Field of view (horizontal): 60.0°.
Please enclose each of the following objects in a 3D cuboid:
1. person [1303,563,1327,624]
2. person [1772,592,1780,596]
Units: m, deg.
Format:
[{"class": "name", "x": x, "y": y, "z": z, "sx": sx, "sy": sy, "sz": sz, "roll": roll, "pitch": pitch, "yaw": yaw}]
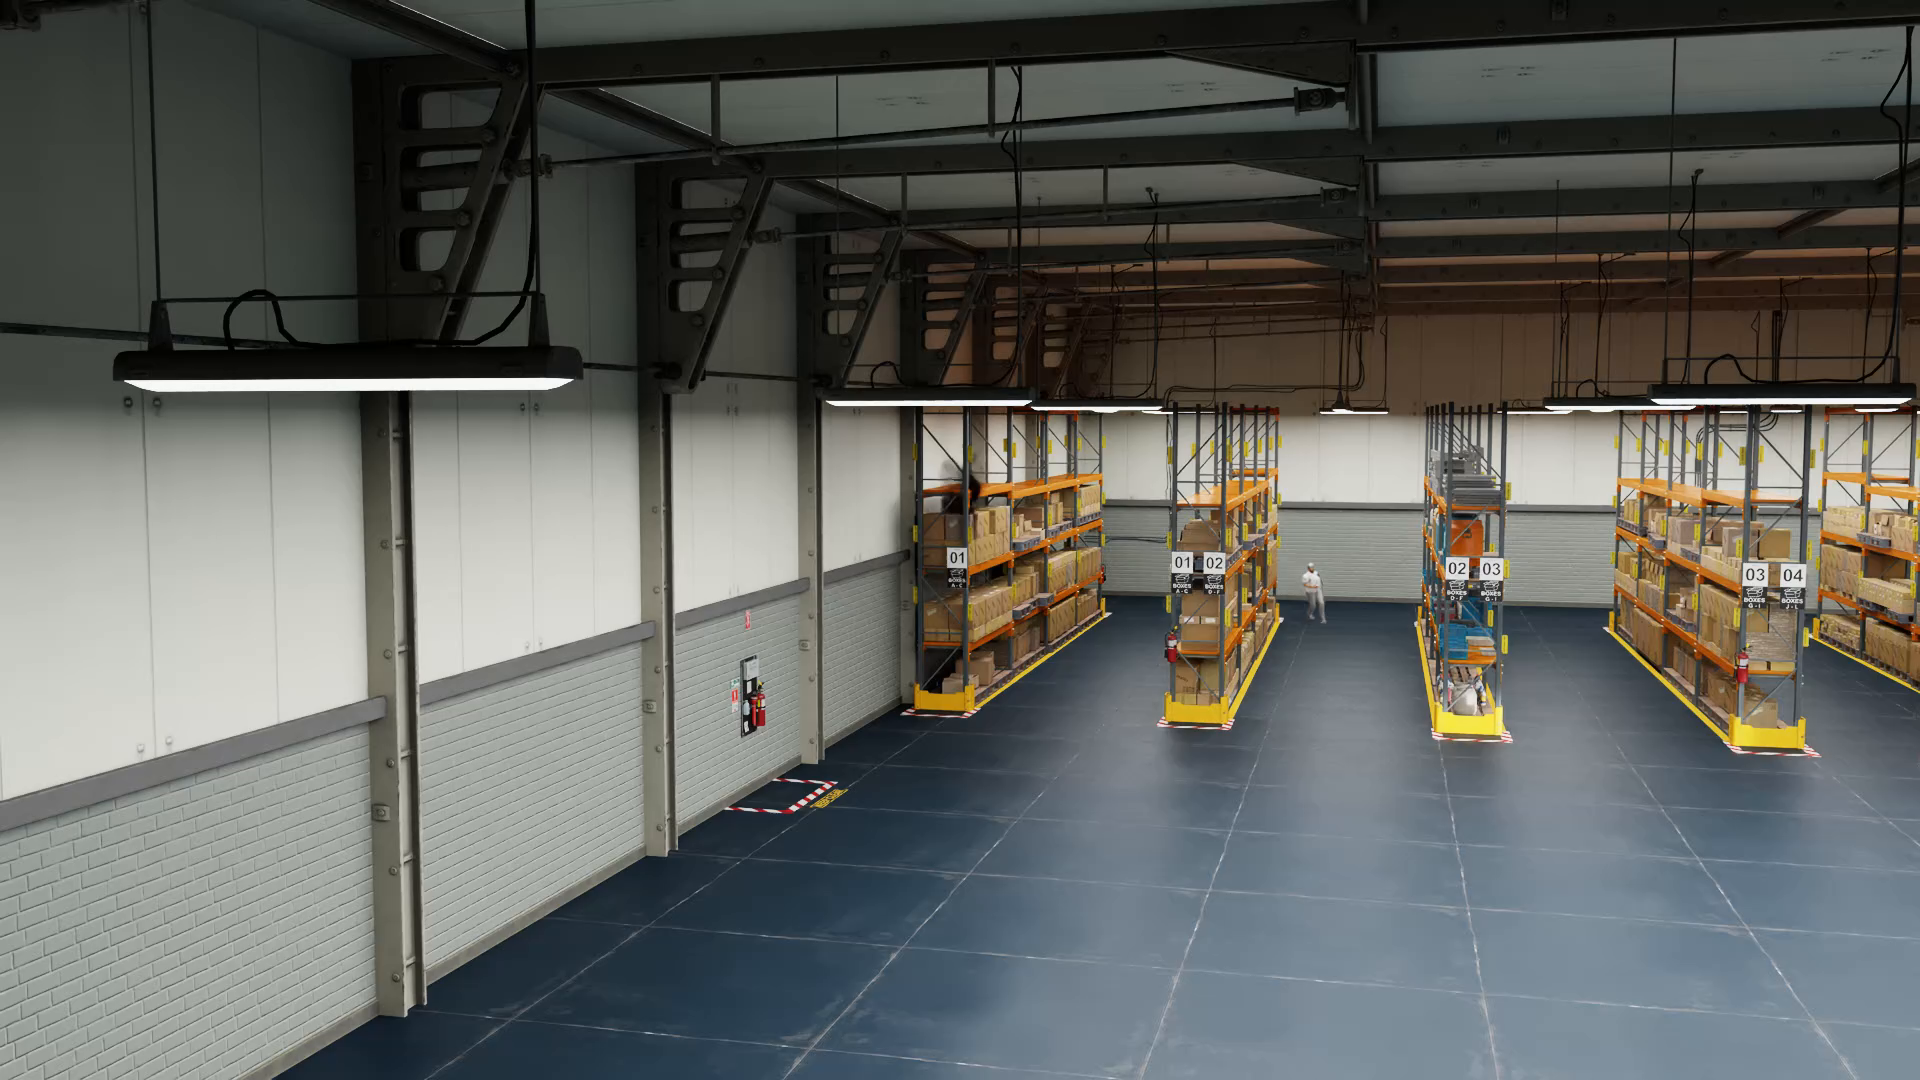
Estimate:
[{"class": "person", "x": 9.855, "y": 1.477, "z": 46.394, "sx": 0.625, "sy": 1.666, "sz": 0.855, "roll": -1, "pitch": 4, "yaw": -20}, {"class": "person", "x": 21.688, "y": 1.641, "z": 44.070, "sx": 0.741, "sy": 1.661, "sz": 0.707, "roll": -1, "pitch": 4, "yaw": -18}]
